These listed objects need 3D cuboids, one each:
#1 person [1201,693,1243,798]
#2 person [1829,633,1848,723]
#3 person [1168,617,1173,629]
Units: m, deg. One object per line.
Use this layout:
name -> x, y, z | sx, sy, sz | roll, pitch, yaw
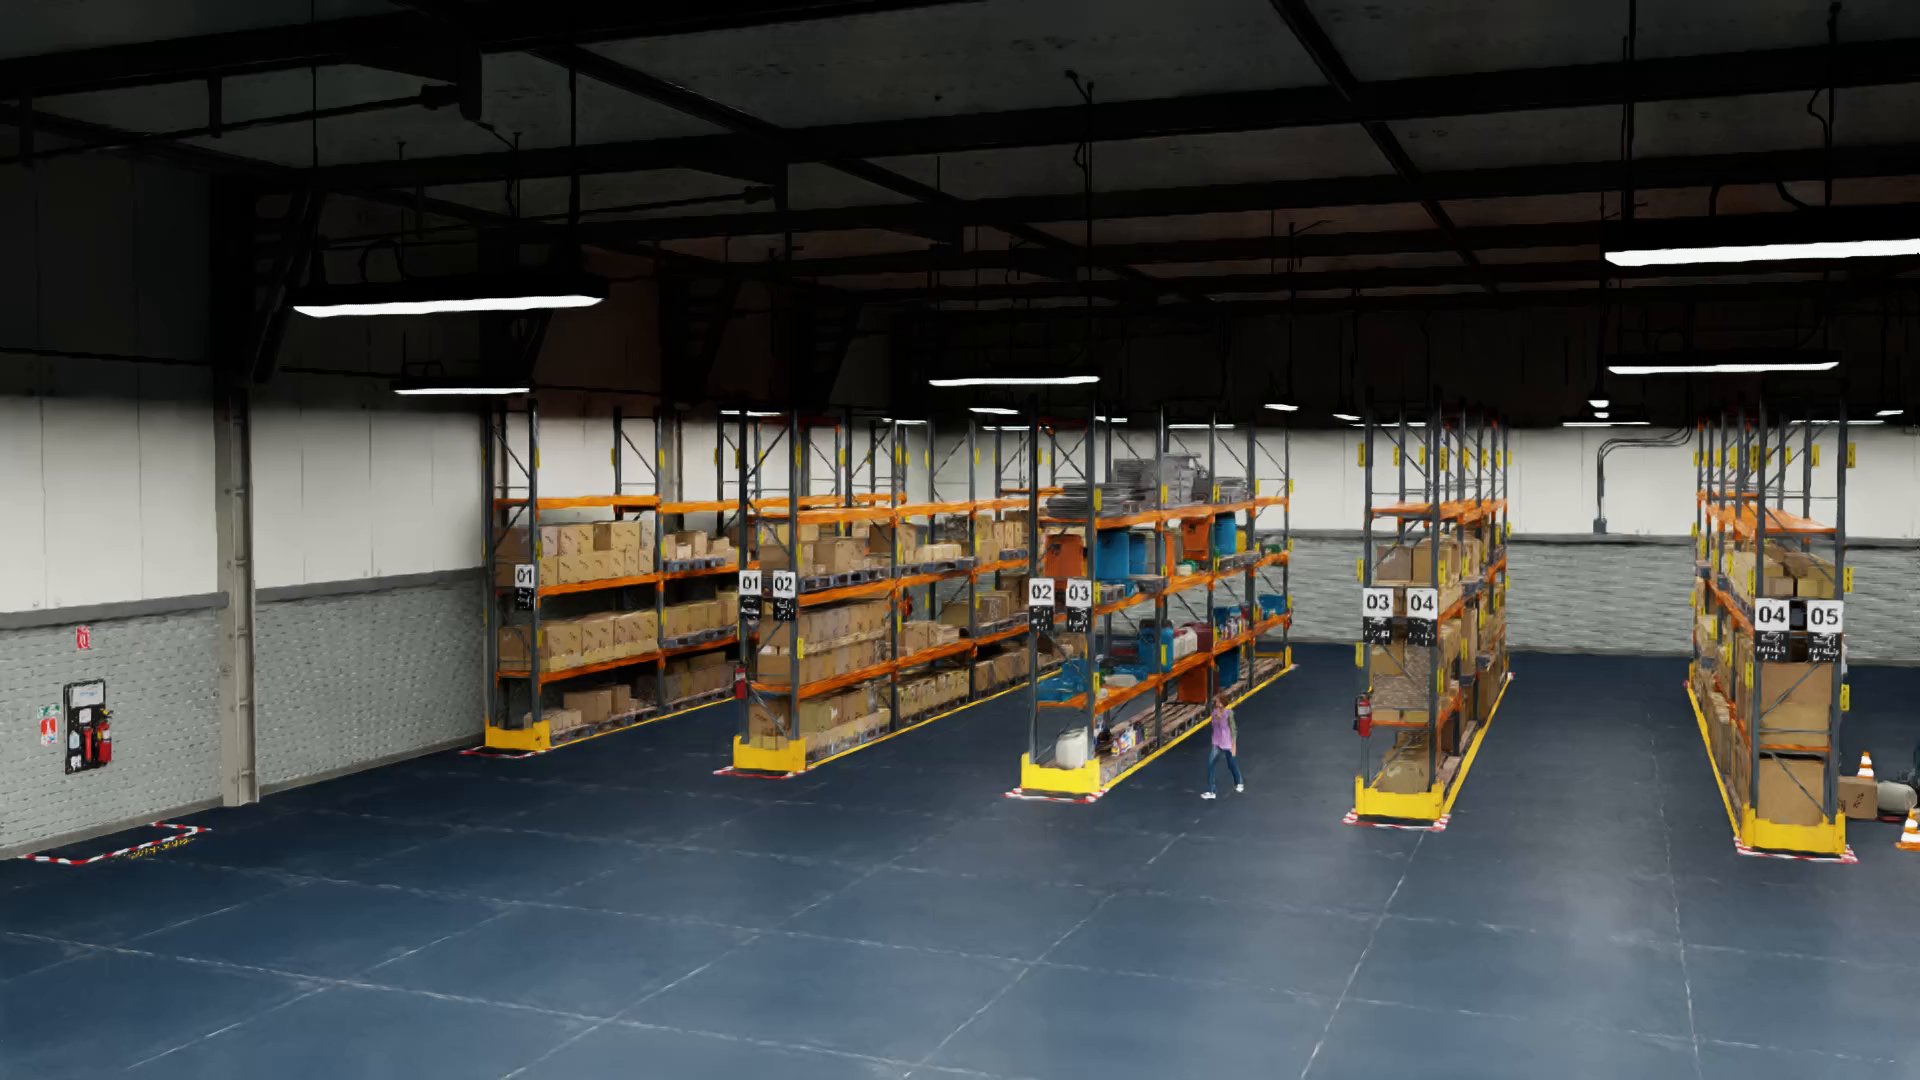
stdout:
person -> 3.913, 3.008, 24.497 | 0.440, 1.542, 0.848 | 2, 4, 38
person -> 16.547, 2.549, 31.525 | 0.572, 1.775, 0.494 | -2, 4, -38
person -> 4.706, 2.293, 38.446 | 0.488, 1.587, 1.079 | 1, 3, 19
